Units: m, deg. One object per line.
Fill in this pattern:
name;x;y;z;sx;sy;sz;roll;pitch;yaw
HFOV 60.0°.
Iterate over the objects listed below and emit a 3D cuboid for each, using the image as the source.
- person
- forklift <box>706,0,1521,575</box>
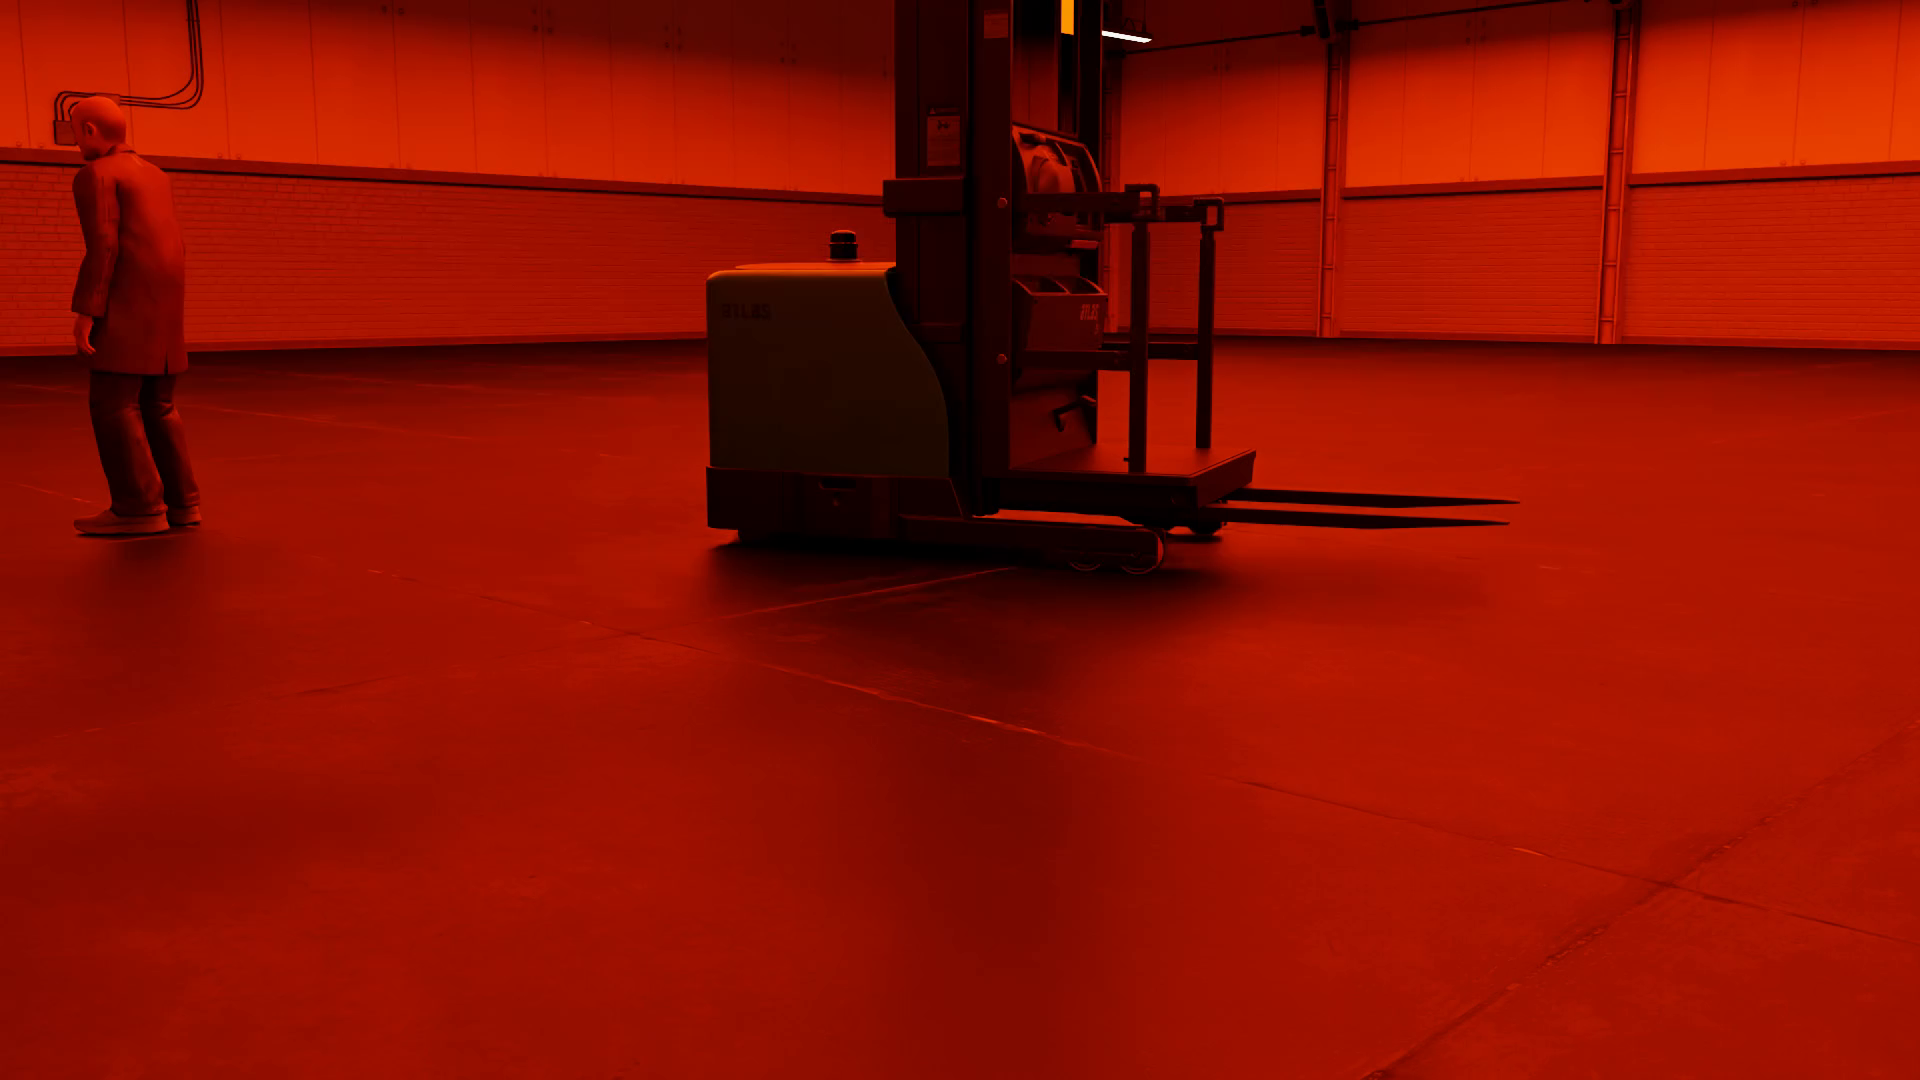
person;-3.463;-0.924;6.895;0.379;1.774;0.608;1;9;6
forklift;0.565;-1.384;6.280;3.031;2.867;1.129;3;9;22
